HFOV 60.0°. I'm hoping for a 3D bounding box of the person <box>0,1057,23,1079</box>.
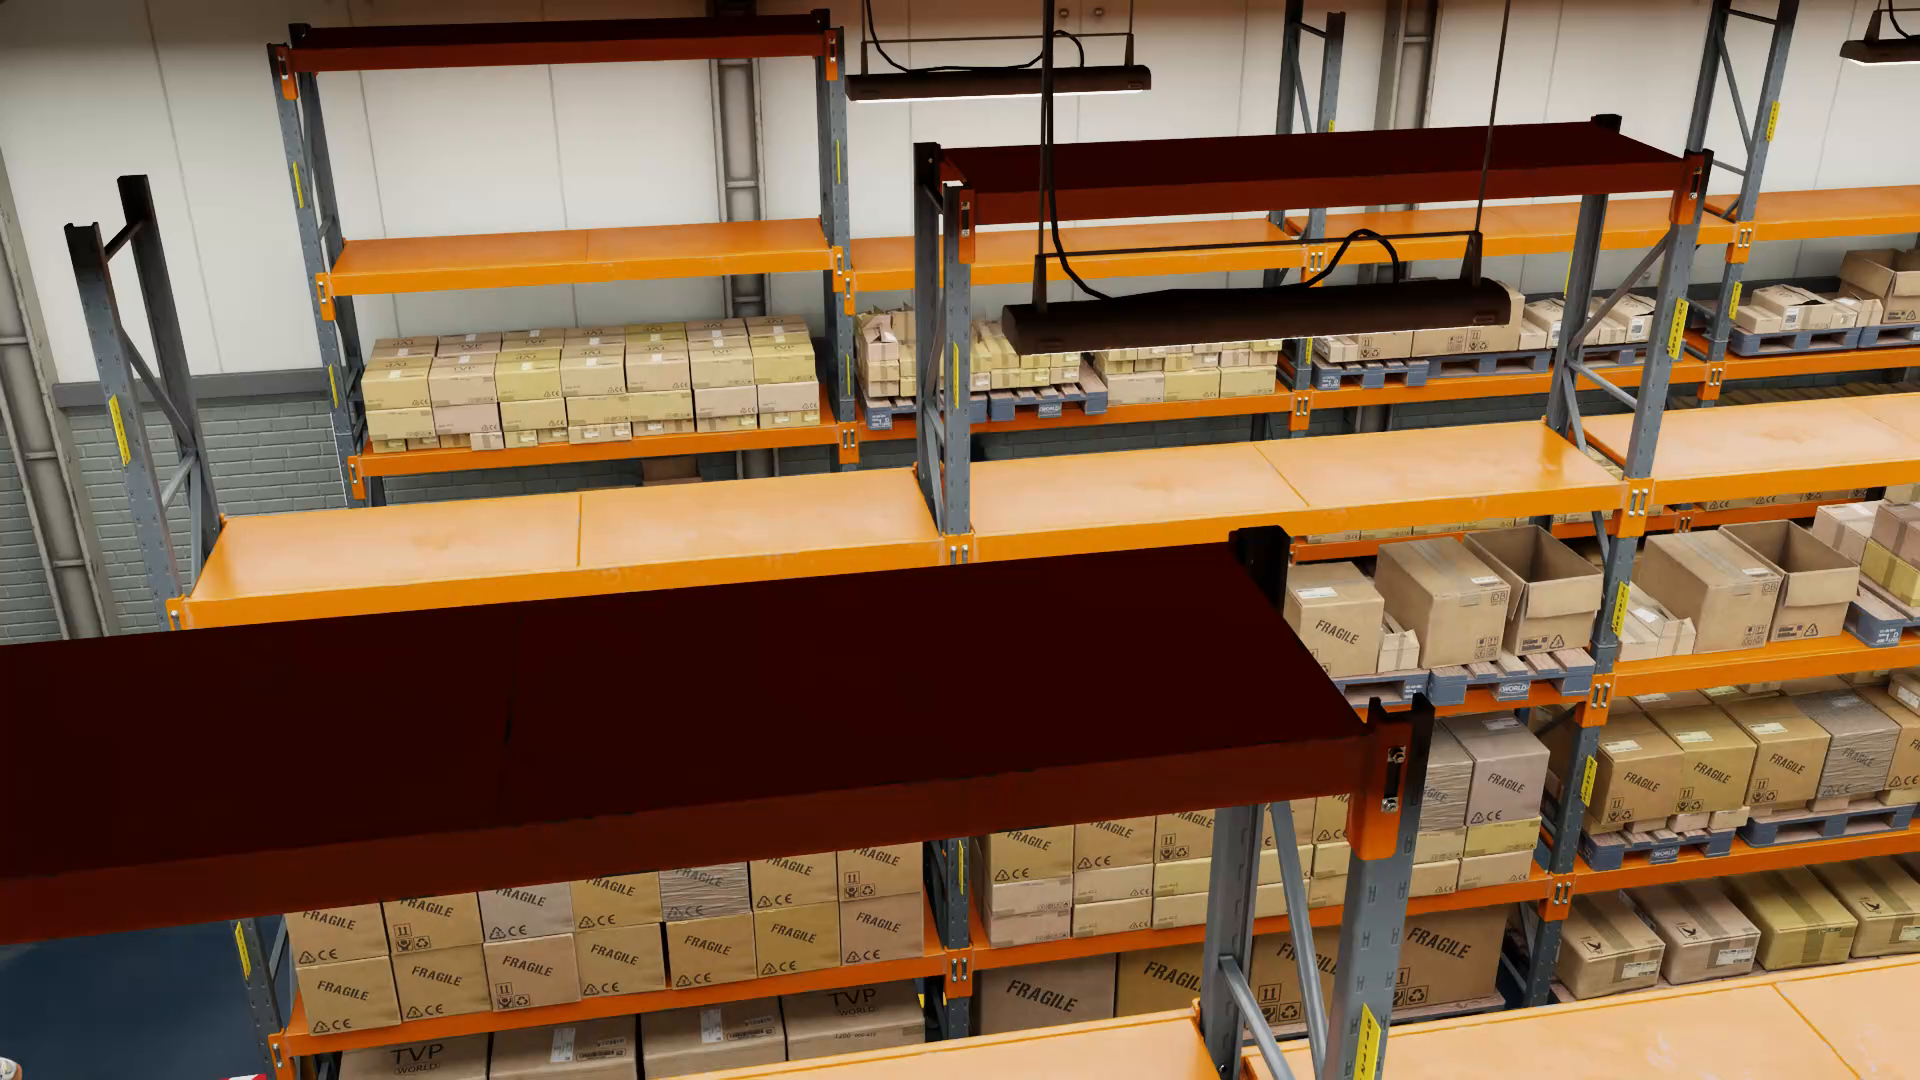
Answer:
[{"bbox_3d":[-5.466,3.447,9.280,0.581,1.715,0.826,-13,29,-25],"label":"person"}]
